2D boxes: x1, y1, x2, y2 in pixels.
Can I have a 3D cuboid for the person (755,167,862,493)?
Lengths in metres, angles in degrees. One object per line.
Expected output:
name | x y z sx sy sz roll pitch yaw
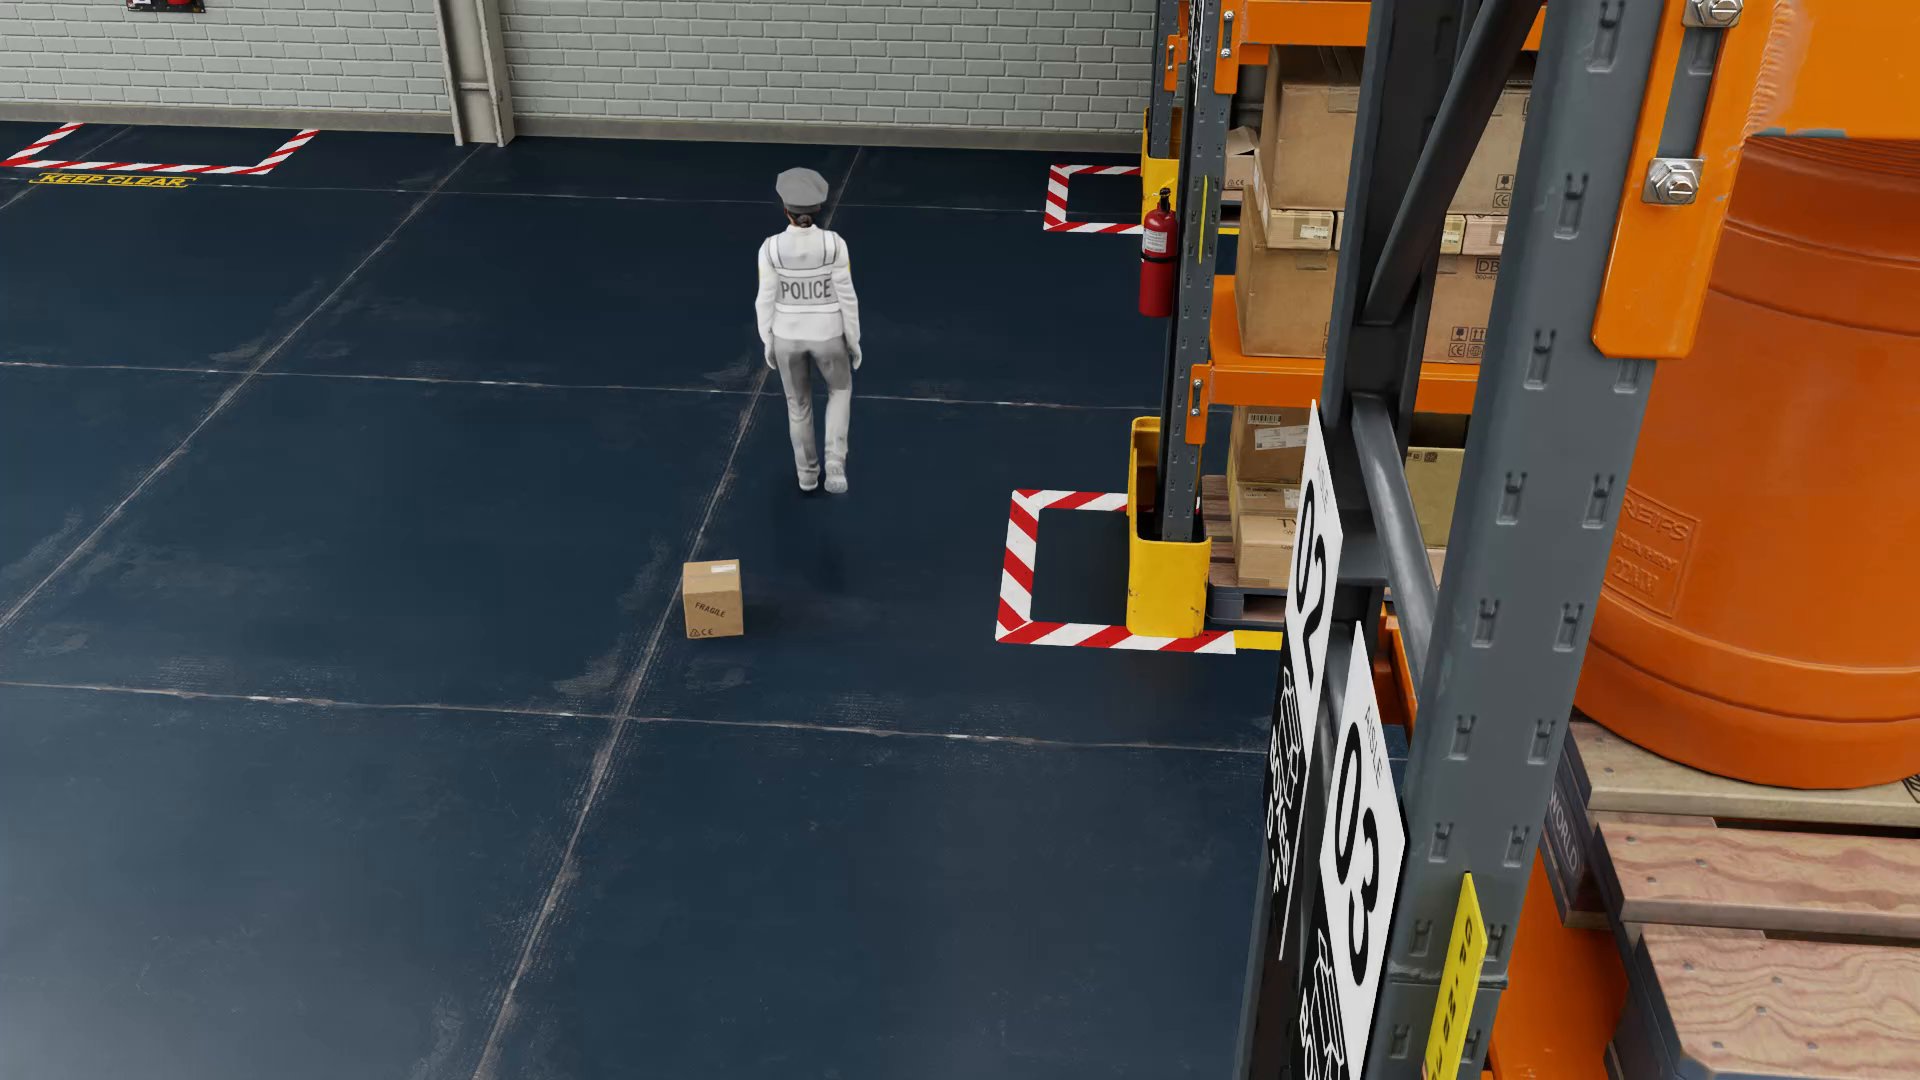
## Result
person | -0.734 -0.974 8.111 0.503 1.677 0.504 -3 32 -5
